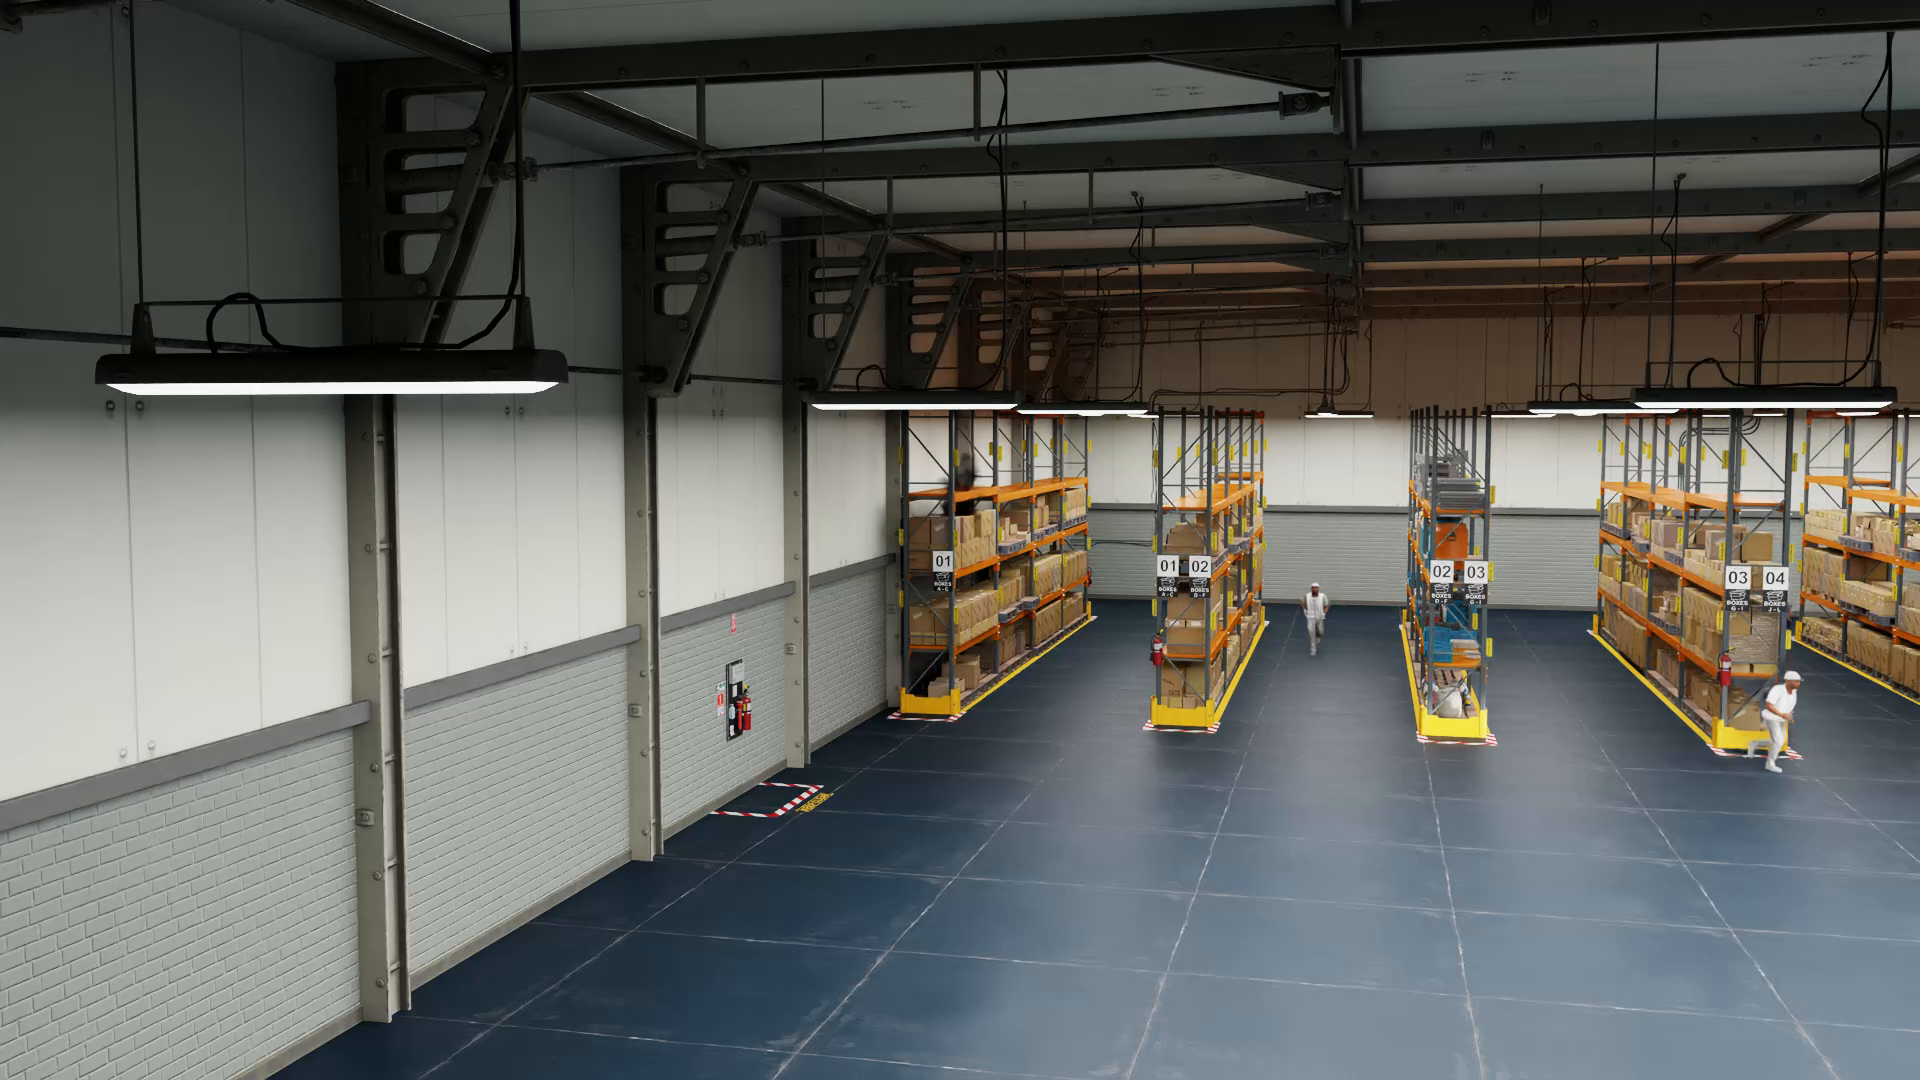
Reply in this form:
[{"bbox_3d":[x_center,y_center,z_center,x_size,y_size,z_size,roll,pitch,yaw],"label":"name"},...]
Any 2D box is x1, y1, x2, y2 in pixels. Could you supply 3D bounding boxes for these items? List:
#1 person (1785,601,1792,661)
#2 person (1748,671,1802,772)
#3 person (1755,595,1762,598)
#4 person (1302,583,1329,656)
[{"bbox_3d":[19.738,2.043,40.045,0.614,1.634,0.900,1,4,13],"label":"person"},{"bbox_3d":[13.394,2.951,27.302,0.708,1.669,0.856,-3,5,-33],"label":"person"},{"bbox_3d":[20.632,1.736,43.615,0.916,1.791,0.780,-4,6,-45],"label":"person"},{"bbox_3d":[8.757,1.931,40.950,0.658,1.768,1.064,1,4,9],"label":"person"}]
